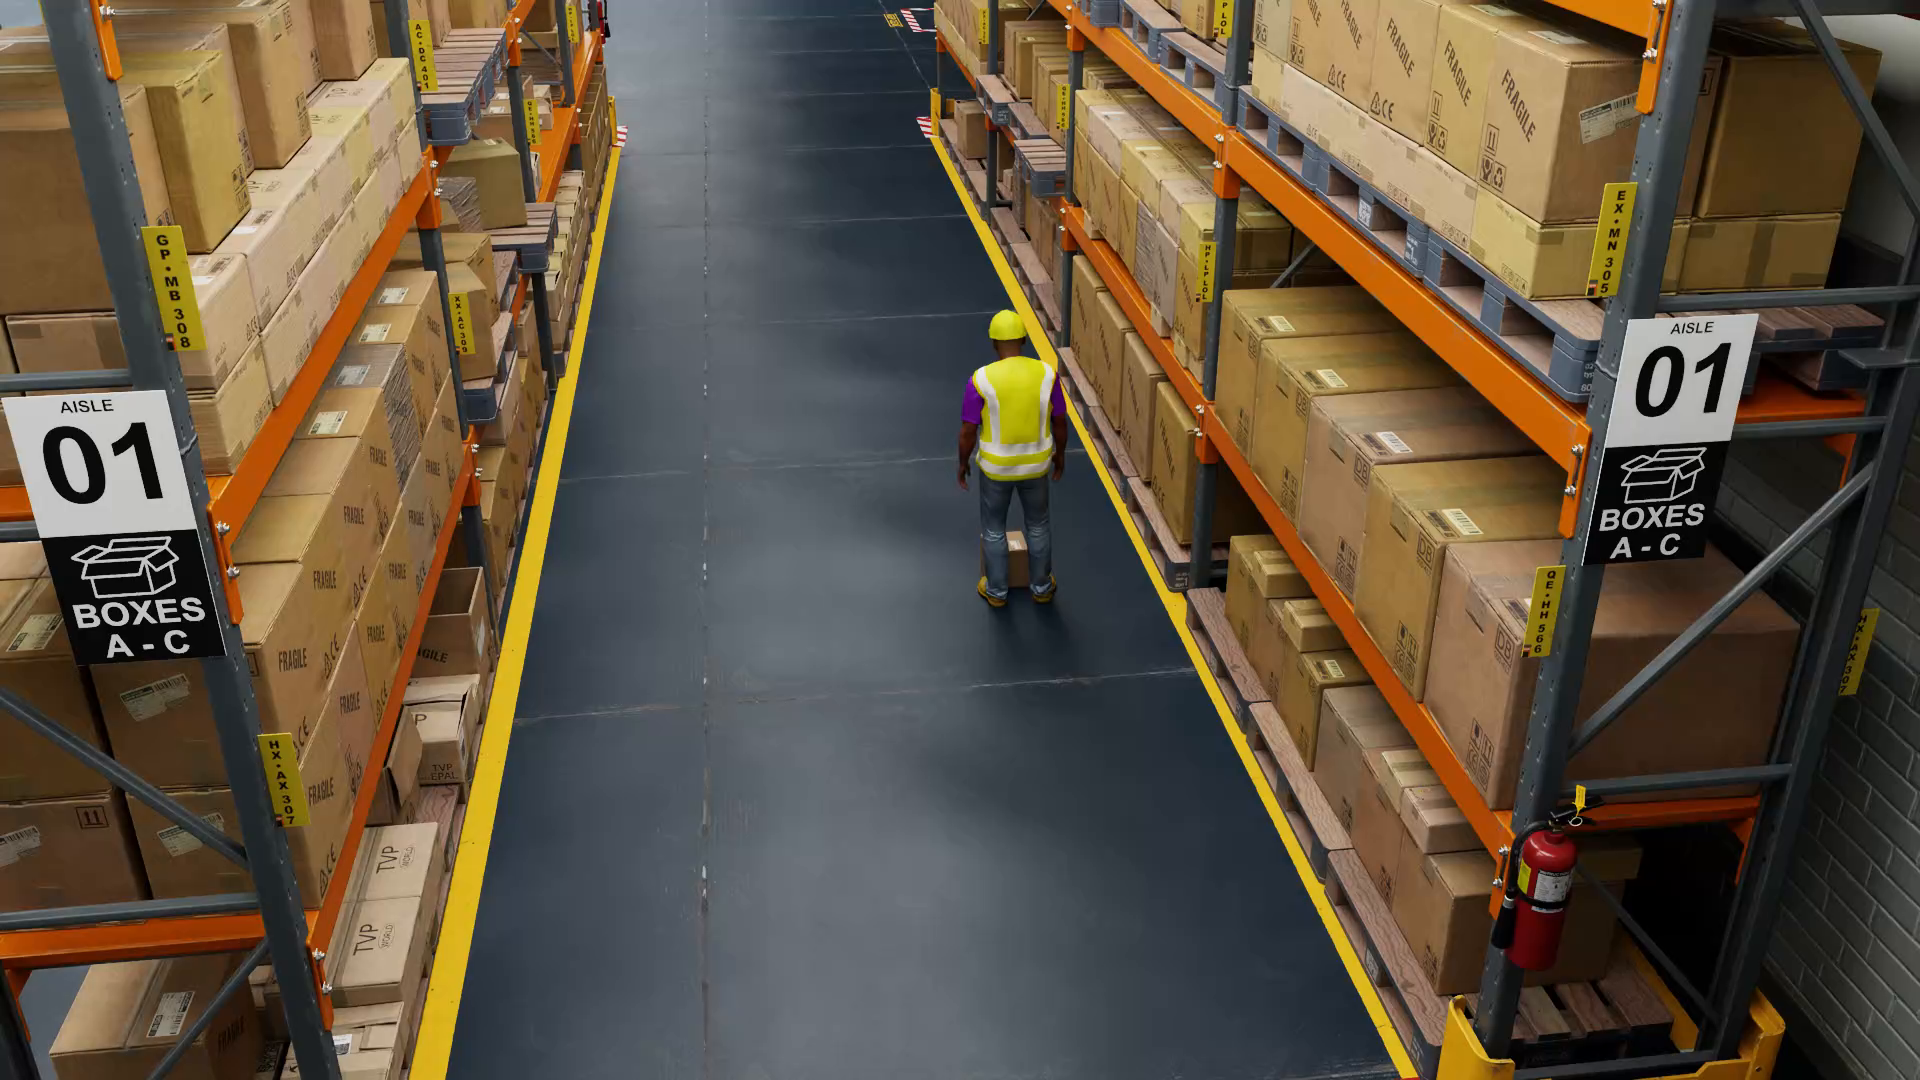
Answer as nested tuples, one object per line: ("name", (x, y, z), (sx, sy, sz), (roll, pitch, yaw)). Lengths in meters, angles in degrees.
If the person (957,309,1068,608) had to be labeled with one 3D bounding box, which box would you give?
("person", (0.298, -0.451, 9.482), (0.636, 1.761, 0.451), (-5, 27, -9))
